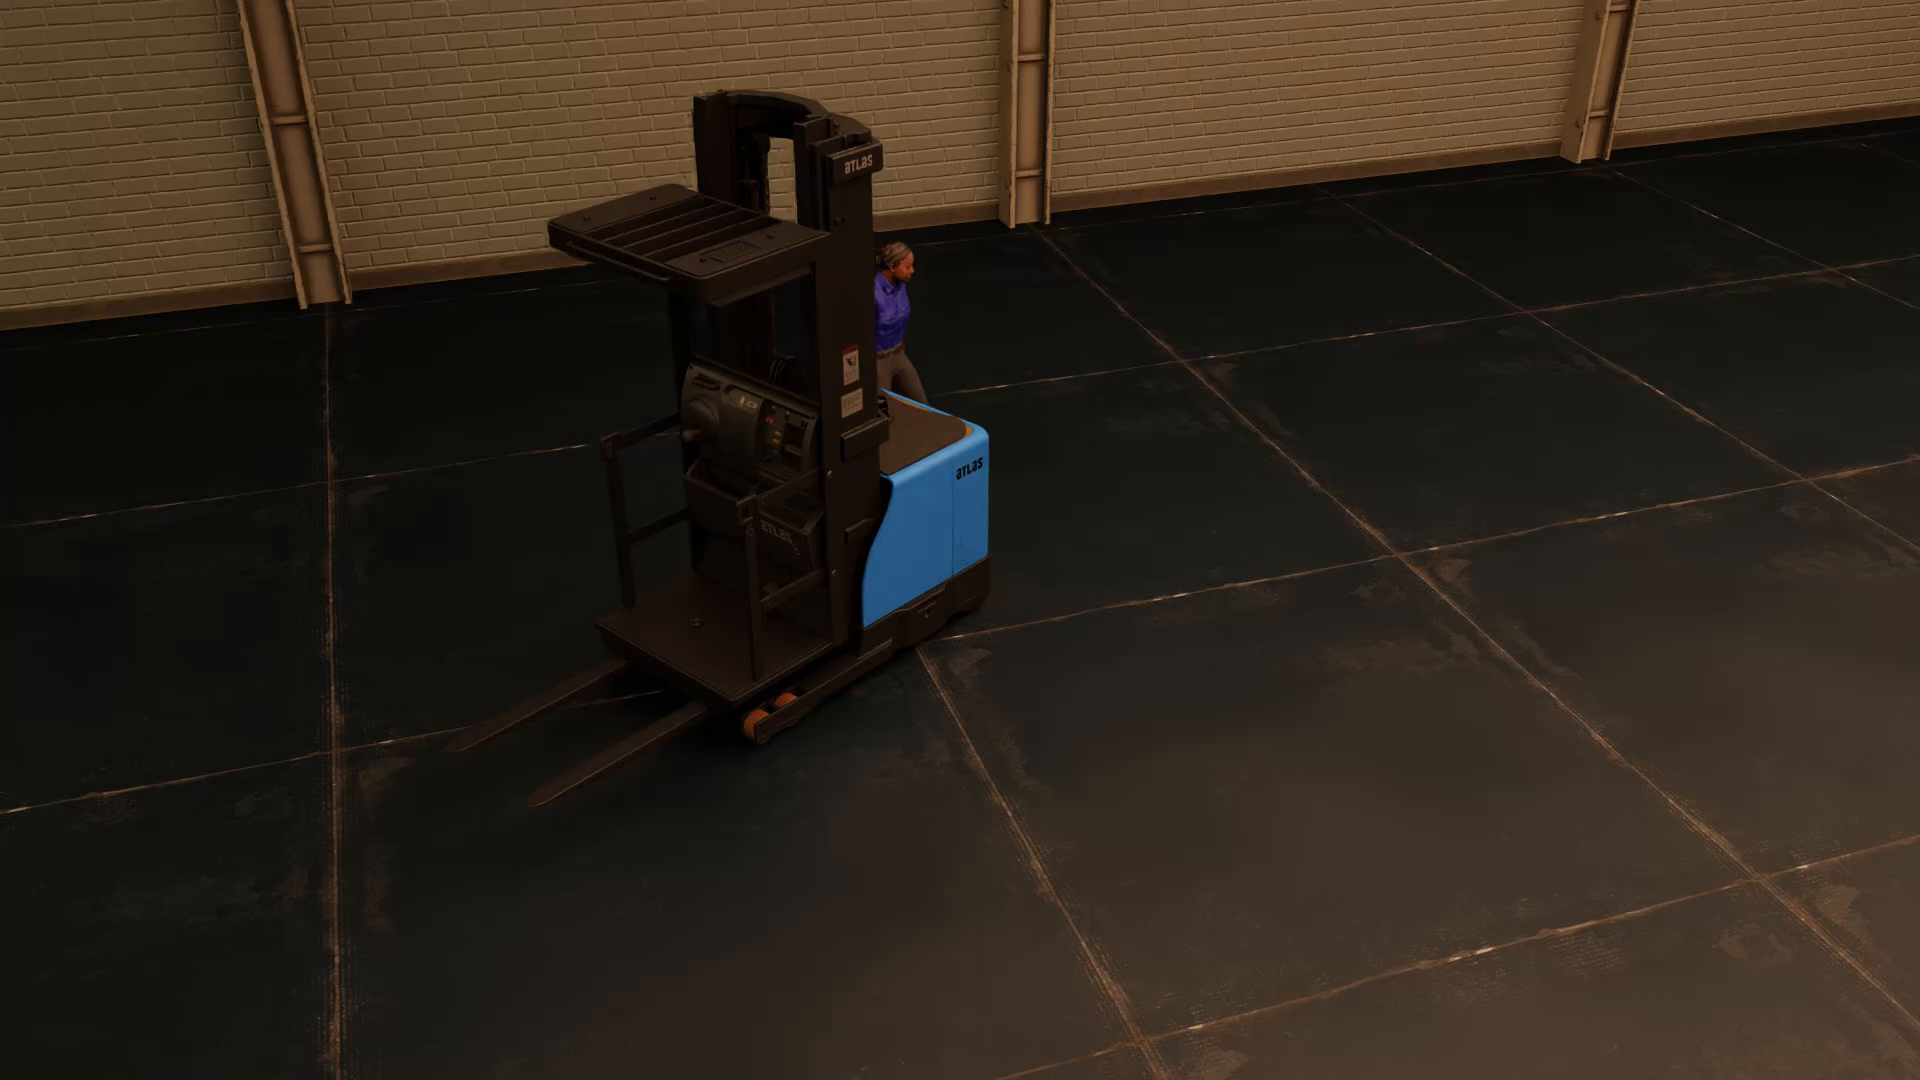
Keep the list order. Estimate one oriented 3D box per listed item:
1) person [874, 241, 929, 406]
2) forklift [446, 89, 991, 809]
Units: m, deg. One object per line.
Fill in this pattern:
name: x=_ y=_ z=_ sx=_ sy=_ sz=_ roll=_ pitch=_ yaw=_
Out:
person: x=-0.463 y=-1.087 z=10.311 sx=0.391 sy=1.628 sz=0.801 roll=18 pitch=35 yaw=29
forklift: x=-1.181 y=-0.545 z=8.033 sx=1.130 sy=2.935 sz=3.031 roll=24 pitch=38 yaw=35
